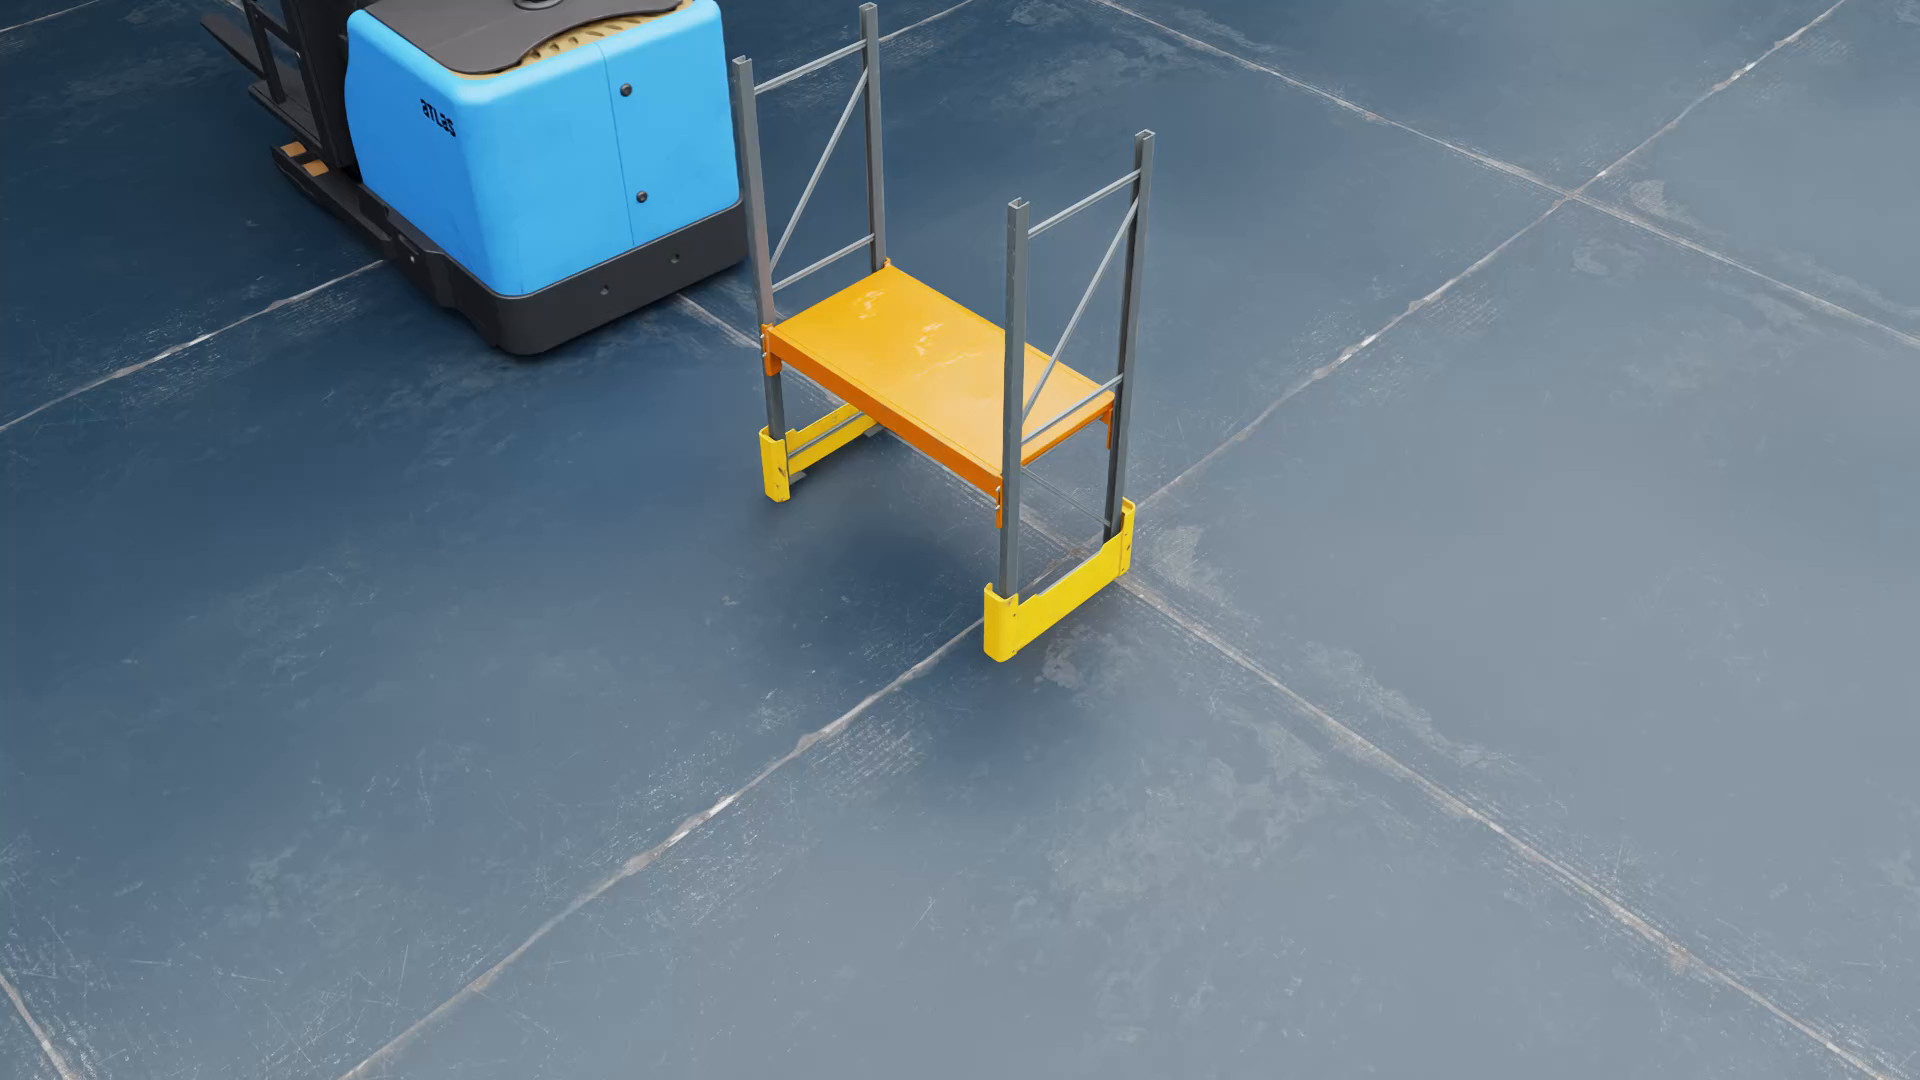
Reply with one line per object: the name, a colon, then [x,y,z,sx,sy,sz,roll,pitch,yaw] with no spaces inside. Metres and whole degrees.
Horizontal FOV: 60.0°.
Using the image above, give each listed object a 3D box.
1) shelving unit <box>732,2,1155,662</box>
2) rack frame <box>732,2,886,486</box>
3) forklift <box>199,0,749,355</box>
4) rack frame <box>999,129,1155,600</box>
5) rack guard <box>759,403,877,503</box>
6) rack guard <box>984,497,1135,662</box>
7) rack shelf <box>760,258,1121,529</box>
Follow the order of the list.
shelving unit: [-0.054,-0.587,4.781,0.587,1.500,1.083,-34,53,-31]
rack frame: [-0.419,-0.836,5.050,0.500,1.500,0.032,-34,53,-31]
forklift: [-2.158,-2.646,5.954,1.130,2.935,3.031,-31,51,-29]
rack frame: [0.299,-0.348,4.521,0.500,1.500,0.032,-34,53,-31]
rack guard: [-0.406,-0.368,5.464,0.587,0.250,0.087,-34,53,-31]
rack guard: [0.298,0.111,4.946,0.587,0.250,0.087,-34,53,-31]
rack shelf: [-0.060,-0.460,4.907,0.538,0.185,1.000,-34,53,-31]
